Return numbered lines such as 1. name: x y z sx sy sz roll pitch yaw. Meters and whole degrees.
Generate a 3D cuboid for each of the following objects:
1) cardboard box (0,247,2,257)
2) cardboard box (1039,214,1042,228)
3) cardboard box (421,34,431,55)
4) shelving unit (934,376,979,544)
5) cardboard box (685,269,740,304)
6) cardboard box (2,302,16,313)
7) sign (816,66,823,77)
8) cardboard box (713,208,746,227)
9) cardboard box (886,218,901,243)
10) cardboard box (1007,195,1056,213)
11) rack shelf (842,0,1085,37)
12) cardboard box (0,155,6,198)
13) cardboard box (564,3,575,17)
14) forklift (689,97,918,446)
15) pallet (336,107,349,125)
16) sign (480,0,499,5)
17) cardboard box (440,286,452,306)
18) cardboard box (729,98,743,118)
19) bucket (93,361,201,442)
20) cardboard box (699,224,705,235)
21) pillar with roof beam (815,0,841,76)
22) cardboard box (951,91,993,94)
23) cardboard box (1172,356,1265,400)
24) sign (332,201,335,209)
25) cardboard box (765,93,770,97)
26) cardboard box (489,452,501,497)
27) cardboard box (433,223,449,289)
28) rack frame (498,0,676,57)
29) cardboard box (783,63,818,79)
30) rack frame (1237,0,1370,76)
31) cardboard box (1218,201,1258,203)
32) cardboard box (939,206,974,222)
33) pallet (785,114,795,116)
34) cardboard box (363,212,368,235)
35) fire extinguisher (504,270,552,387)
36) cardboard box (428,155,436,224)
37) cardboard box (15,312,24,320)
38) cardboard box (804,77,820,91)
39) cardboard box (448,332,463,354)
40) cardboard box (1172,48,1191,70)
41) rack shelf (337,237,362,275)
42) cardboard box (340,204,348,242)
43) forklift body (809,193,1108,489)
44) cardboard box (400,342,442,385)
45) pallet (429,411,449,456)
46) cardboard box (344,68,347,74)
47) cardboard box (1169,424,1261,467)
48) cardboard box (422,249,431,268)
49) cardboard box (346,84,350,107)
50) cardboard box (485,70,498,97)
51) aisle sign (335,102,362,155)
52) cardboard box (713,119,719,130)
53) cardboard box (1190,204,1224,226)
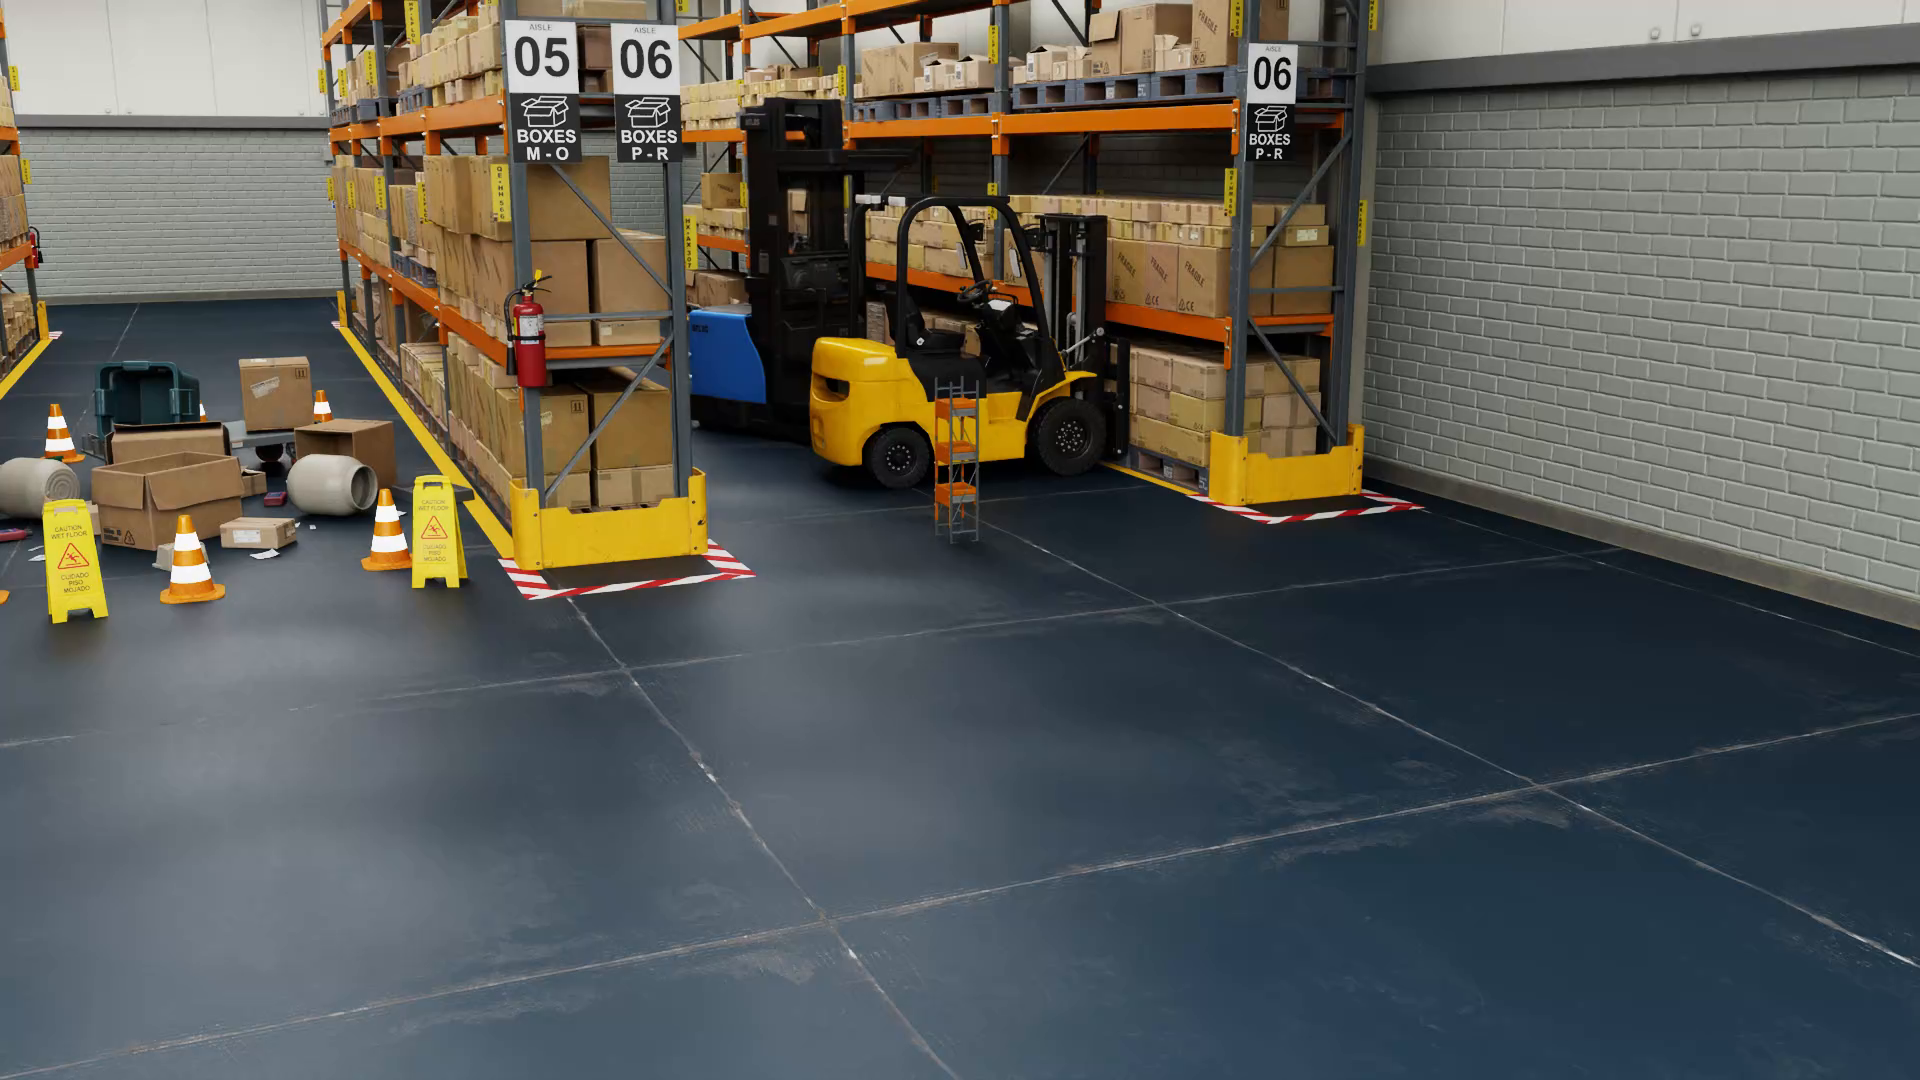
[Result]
1. cardboard box: -11.267 -3.322 19.128 0.380 0.149 0.250 -5 14 -21
2. cardboard box: 0.915 -2.791 14.616 0.380 0.149 0.250 -6 14 -23
3. cardboard box: -3.927 -3.804 12.791 0.380 0.149 0.250 -6 14 -24
4. shelving unit: -0.021 -0.523 10.799 0.215 1.050 0.252 -6 14 -23
5. cardboard box: -3.856 -3.953 25.903 0.797 0.503 0.637 -6 14 -25
6. cardboard box: -12.004 -2.877 20.719 0.380 0.149 0.250 -6 14 -23
7. sign: -1.905 -6.229 22.460 0.100 0.325 0.005 -6 14 -23
8. cardboard box: -3.241 -4.635 23.916 0.500 0.250 0.500 -6 14 -23
9. cardboard box: -0.463 -3.290 17.658 0.500 0.250 0.500 -6 14 -24
10. cardboard box: 0.649 -3.037 15.022 0.380 0.149 0.250 -5 14 -22
11. rack shelf: -0.008 -5.411 16.775 1.077 0.370 4.000 -6 14 -23
12. cardboard box: -11.806 -4.365 19.978 0.500 0.500 0.500 -5 14 -22
13. cardboard box: -2.222 -3.215 10.245 0.380 0.149 0.250 -6 14 -23
14. forklift: -1.047 -2.348 14.516 3.031 2.935 1.130 11 17 40
15. pallet: -7.761 -5.664 22.234 1.003 0.211 1.213 -6 14 -23
16. sign: -2.668 -3.192 9.392 0.100 0.325 0.005 -6 14 -23
17. cardboard box: -3.921 -1.955 13.221 0.380 0.149 0.250 -6 14 -23
18. cardboard box: -2.834 -5.884 22.659 0.500 0.250 0.500 -6 14 -23
19. bucket: -6.082 -1.029 12.553 0.726 0.611 0.620 -1 3 -4
20. cardboard box: -3.663 -4.614 24.710 0.380 0.149 0.250 -6 14 -25
21. pillar with roof beam: -5.809 -7.032 21.298 9.100 9.000 0.400 -6 14 -23
22. cardboard box: 0.113 -4.615 16.869 0.380 0.166 0.250 -6 14 -23
23. cardboard box: 1.925 -1.213 12.408 0.500 0.250 0.500 -5 14 -21
24. sign: -10.909 -5.953 29.341 0.327 0.218 0.001 -6 14 -23
25. cardboard box: -2.245 -5.557 20.980 0.380 0.149 0.250 -6 14 -24
26. cardboard box: -2.922 -0.460 11.373 0.500 0.250 0.500 -6 14 -23
27. cardboard box: -3.833 -2.249 13.053 0.500 0.500 0.500 -6 14 -23
28. rack frame: -2.151 -4.268 9.352 1.000 3.000 0.127 -6 14 -23
29. cardboard box: -2.090 -6.104 21.763 0.396 0.266 0.258 -6 14 -23
30. rack frame: 2.395 -4.717 11.293 1.000 3.000 0.127 -6 14 -23
31. cardboard box: 2.178 -2.555 12.938 0.380 0.149 0.250 -6 14 -23
32. cardboard box: 0.009 -3.245 16.577 0.380 0.149 0.250 -6 14 -24
33. pallet: -1.796 -5.288 20.830 1.213 0.211 1.003 -6 14 -23
34. cardboard box: -6.628 -3.666 19.283 0.500 0.250 0.500 -5 14 -22
35. fire extinguisher: -2.528 -1.242 9.755 0.296 0.674 0.183 -6 14 -23
36. cardboard box: -3.591 -2.634 12.500 0.700 0.500 0.500 -6 14 -23
37. cardboard box: -12.068 -2.792 21.014 0.380 0.149 0.250 -5 14 -20
38. cardboard box: -1.635 -5.435 19.836 0.380 0.149 0.250 -6 14 -24
39. cardboard box: -3.770 -1.540 12.937 0.380 0.149 0.250 -5 14 -22
40. cardboard box: 1.785 -3.530 12.222 0.380 0.149 0.250 -6 14 -25
41. rack shelf: -7.759 -3.887 22.607 1.077 0.370 4.000 -6 14 -23
42. cardboard box: -8.216 -4.366 22.858 0.500 0.500 0.500 -6 14 -23
43. forklift body: -0.036 -1.608 13.046 2.313 2.155 1.214 -6 14 -23
44. cardboard box: -5.139 -1.805 16.911 0.950 0.372 0.625 -7 15 -27
45. pallet: -4.067 -0.974 14.608 1.003 0.211 1.213 -6 14 -23
46. cardboard box: -7.890 -5.984 22.045 0.500 0.500 0.500 -5 14 -22
47. cardboard box: 1.918 -0.728 12.528 0.500 0.250 0.500 -6 14 -23
48. cardboard box: -4.438 -2.441 14.390 0.380 0.149 0.250 -6 14 -24
49. cardboard box: -7.078 -5.290 19.787 0.396 0.266 0.258 -6 14 -23
50. cardboard box: -2.680 -2.781 10.137 0.380 0.149 0.250 -6 14 -23
51. aisle sign: -8.855 -5.906 23.969 0.394 0.787 0.004 -6 14 -23
52. cardboard box: -3.302 -5.928 23.733 0.380 0.149 0.250 -5 14 -22
53. cardboard box: 1.931 -2.407 12.297 0.380 0.149 0.250 -6 14 -23
